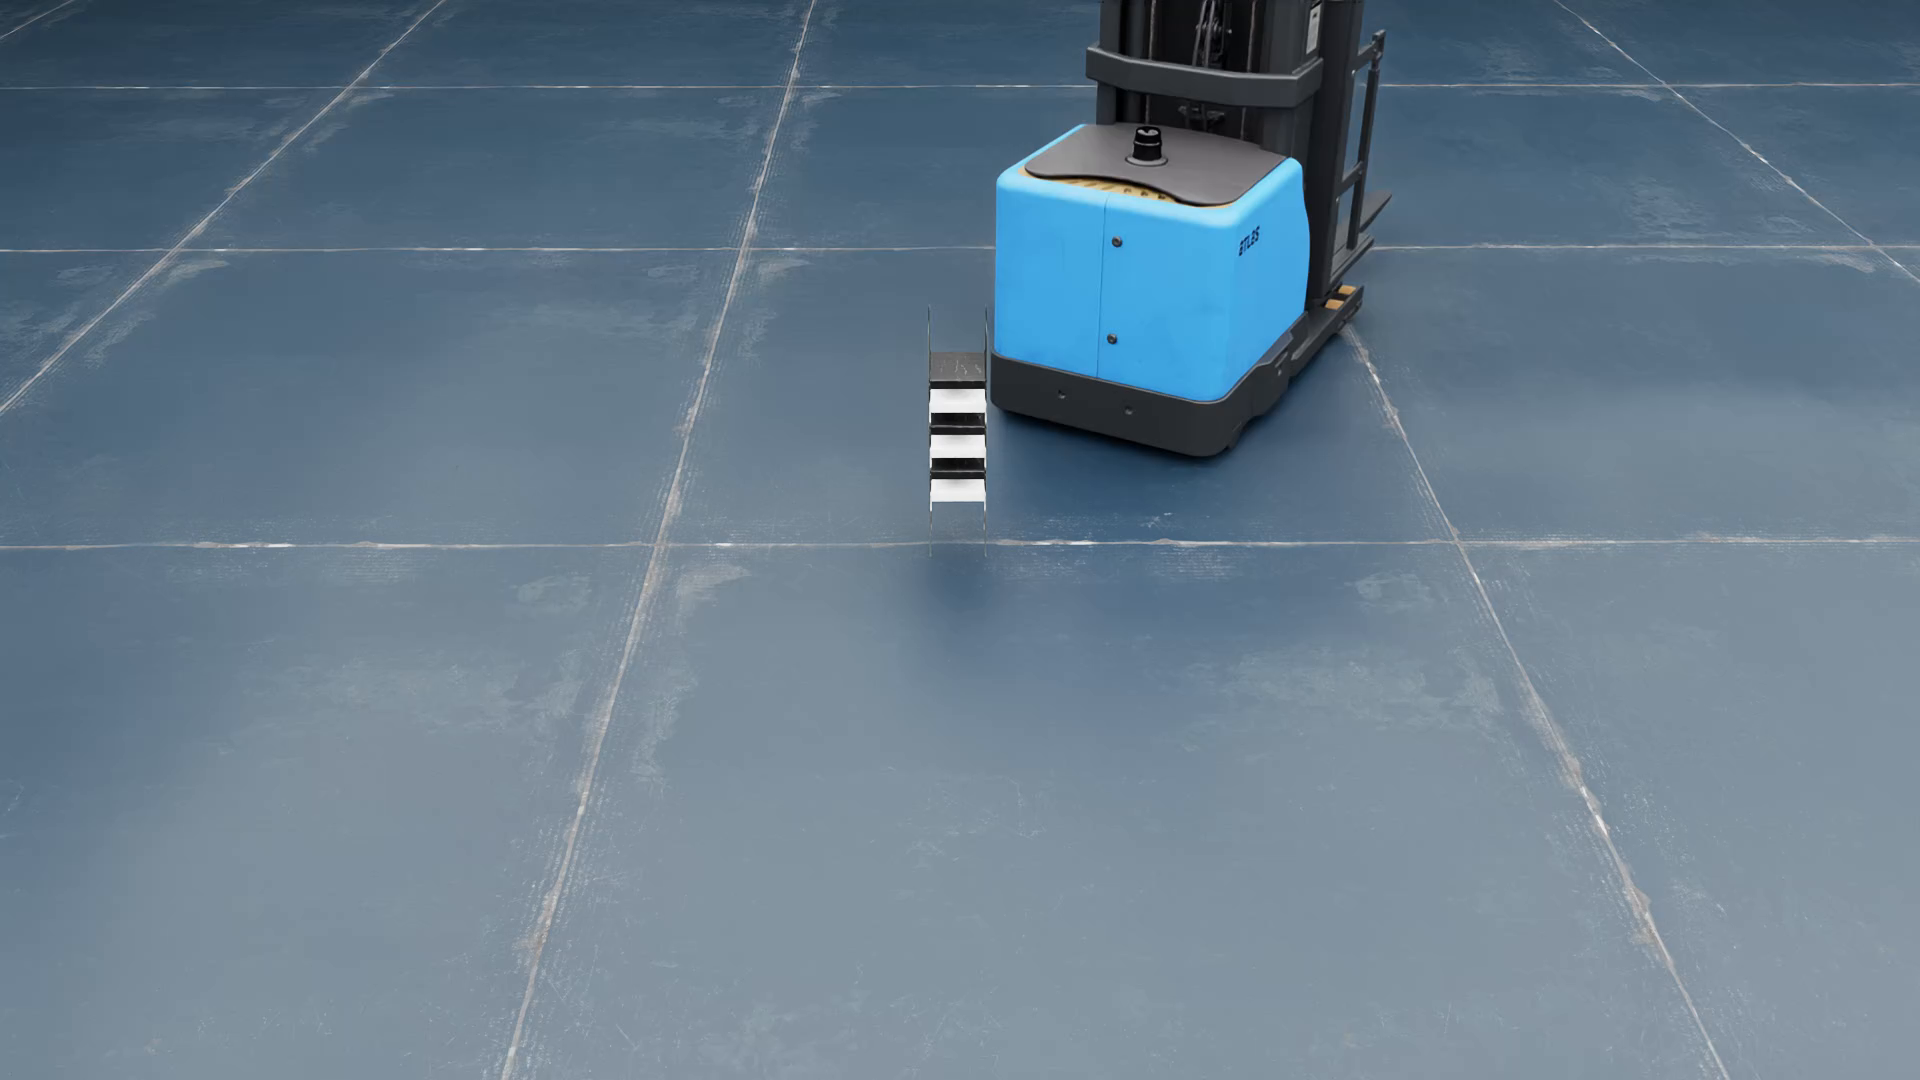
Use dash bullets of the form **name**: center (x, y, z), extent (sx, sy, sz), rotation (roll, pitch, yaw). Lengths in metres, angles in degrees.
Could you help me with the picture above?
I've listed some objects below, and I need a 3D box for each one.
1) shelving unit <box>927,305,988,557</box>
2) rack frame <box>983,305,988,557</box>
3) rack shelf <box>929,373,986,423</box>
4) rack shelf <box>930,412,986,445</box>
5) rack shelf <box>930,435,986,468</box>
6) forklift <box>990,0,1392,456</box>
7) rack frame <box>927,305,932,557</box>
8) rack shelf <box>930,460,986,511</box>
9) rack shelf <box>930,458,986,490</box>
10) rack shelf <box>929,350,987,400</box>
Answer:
- **shelving unit**: center (-0.008, -0.385, 6.017), extent (0.210, 0.900, 0.258), rotation (0, 31, 0)
- **rack frame**: center (0.094, -0.385, 6.017), extent (0.006, 0.900, 0.240), rotation (0, 31, 0)
- **rack shelf**: center (-0.008, -0.510, 5.940), extent (0.200, 0.077, 0.258), rotation (0, 31, 0)
- **rack shelf**: center (-0.008, -0.433, 5.987), extent (0.200, 0.077, 0.258), rotation (0, 31, 0)
- **rack shelf**: center (-0.008, -0.356, 6.034), extent (0.200, 0.077, 0.258), rotation (0, 31, 0)
- **forklift**: center (1.283, -2.324, 7.255), extent (1.130, 2.935, 3.031), rotation (16, 35, 24)
- **rack frame**: center (-0.110, -0.384, 6.016), extent (0.006, 0.900, 0.240), rotation (0, 31, 0)
- **rack shelf**: center (-0.008, -0.202, 6.127), extent (0.200, 0.077, 0.258), rotation (0, 31, 0)
- **rack shelf**: center (-0.008, -0.279, 6.081), extent (0.200, 0.077, 0.258), rotation (0, 31, 0)
- **rack shelf**: center (-0.008, -0.587, 5.894), extent (0.200, 0.077, 0.258), rotation (0, 31, 0)
